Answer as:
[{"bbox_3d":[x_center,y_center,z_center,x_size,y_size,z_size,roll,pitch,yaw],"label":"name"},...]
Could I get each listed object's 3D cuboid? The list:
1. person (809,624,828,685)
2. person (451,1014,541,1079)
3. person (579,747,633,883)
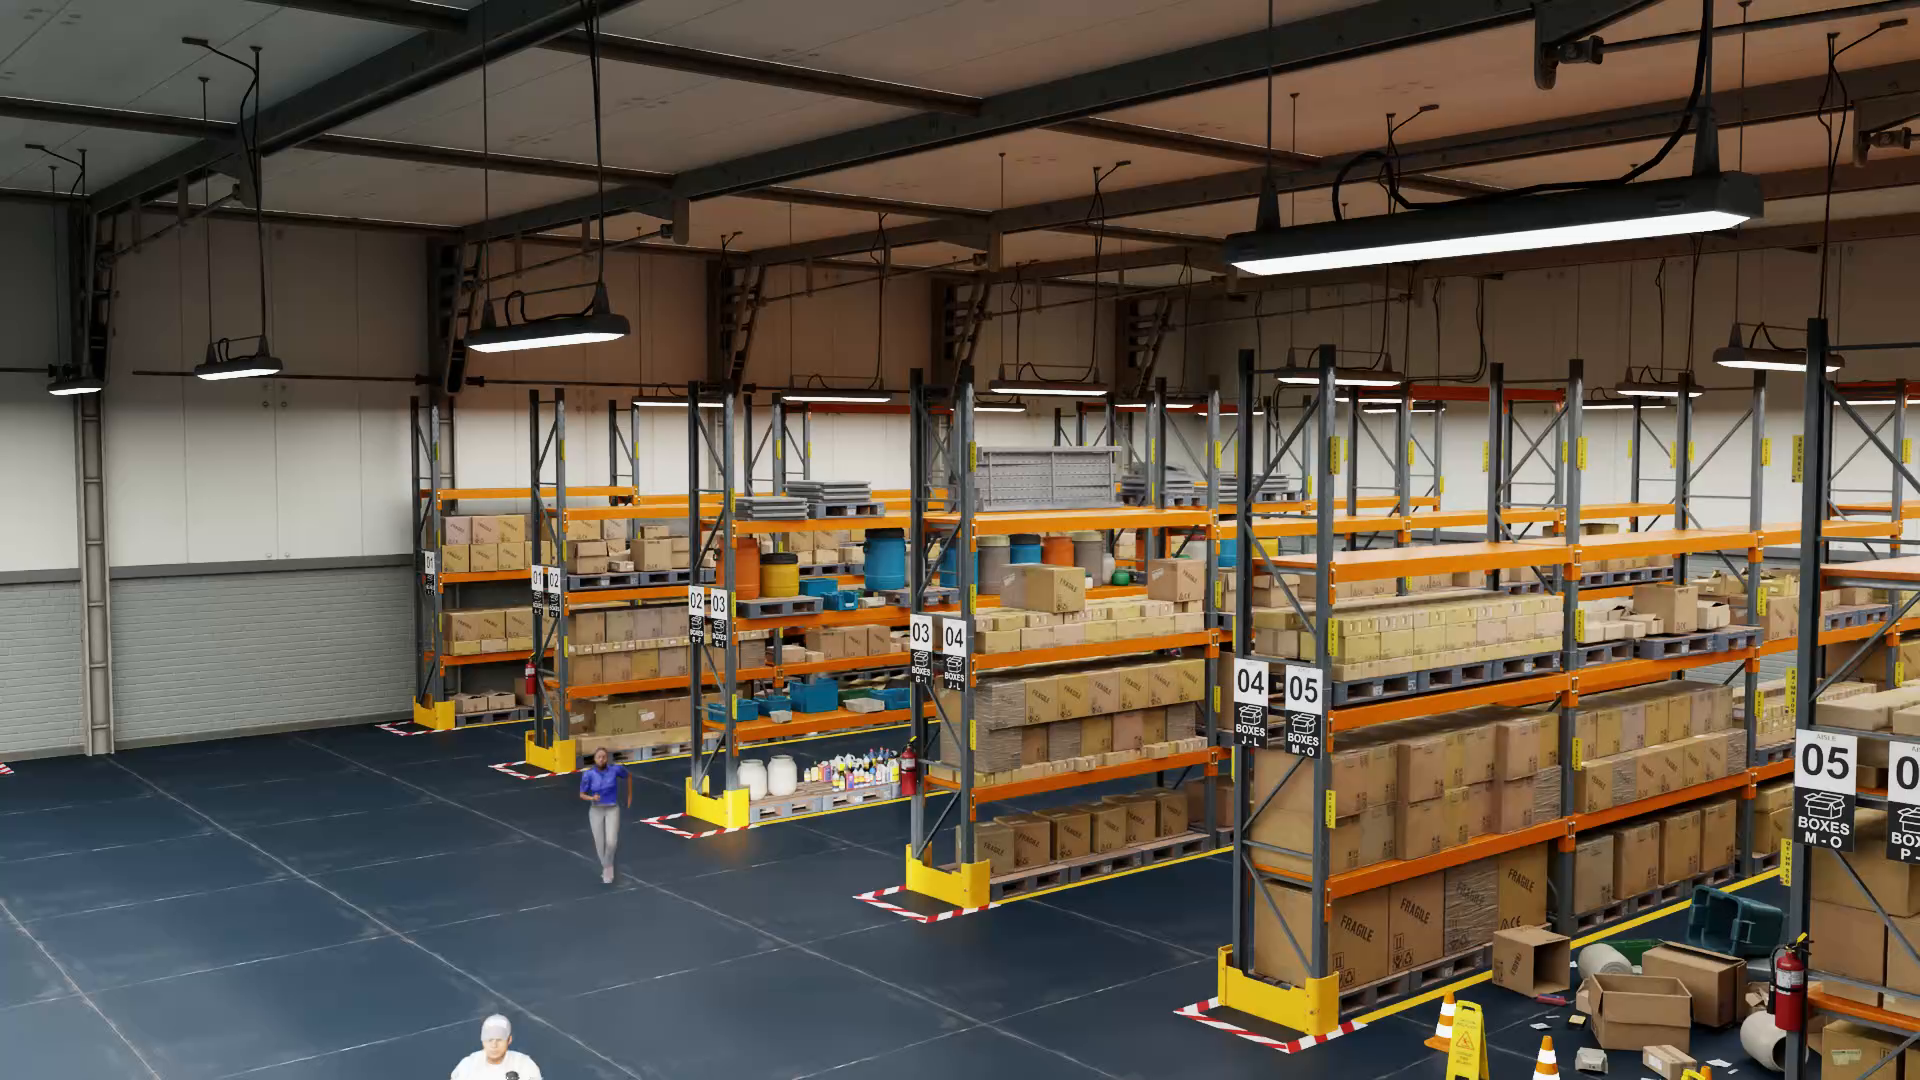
[{"bbox_3d":[-2.680,2.440,32.415,0.563,1.619,0.609,3,4,41],"label":"person"},{"bbox_3d":[-2.816,3.736,10.115,0.581,1.727,0.740,-1,3,-12],"label":"person"},{"bbox_3d":[-4.116,3.192,19.364,0.607,1.606,0.773,-1,3,-11],"label":"person"}]
